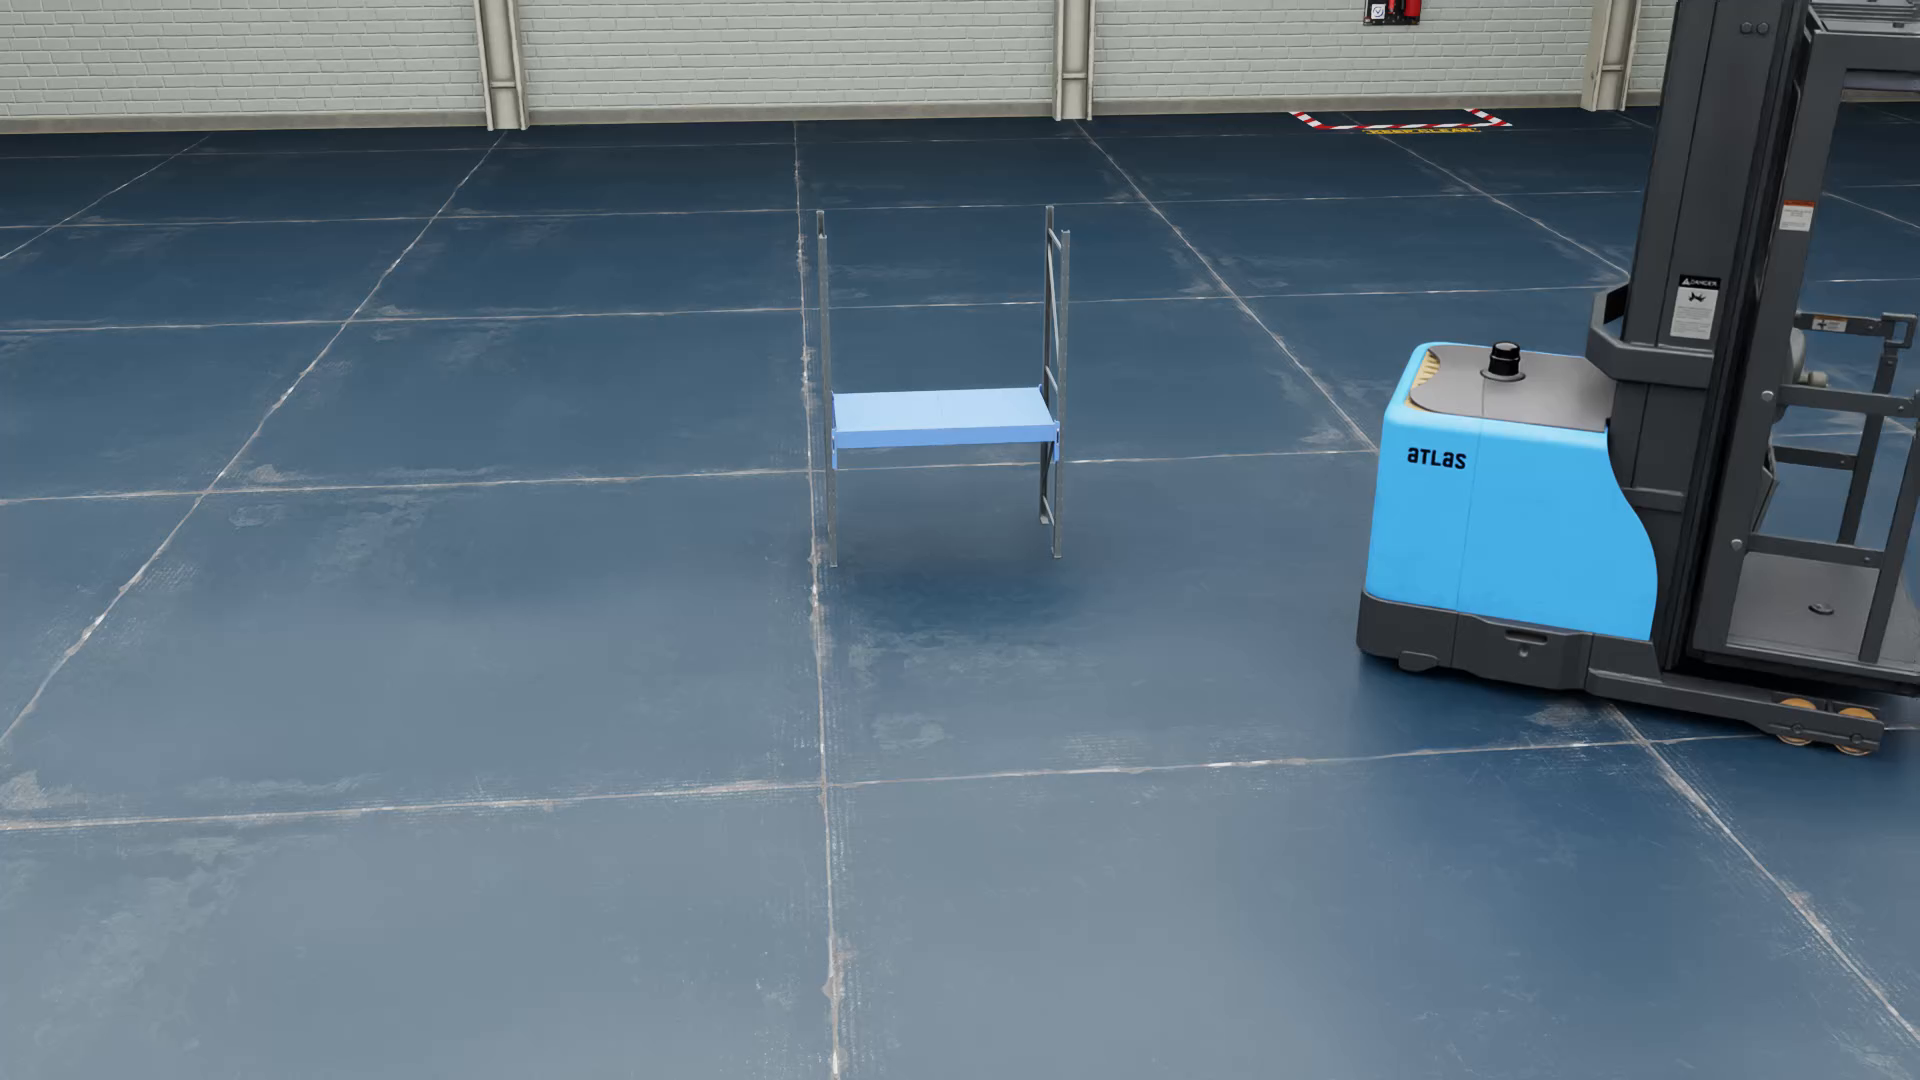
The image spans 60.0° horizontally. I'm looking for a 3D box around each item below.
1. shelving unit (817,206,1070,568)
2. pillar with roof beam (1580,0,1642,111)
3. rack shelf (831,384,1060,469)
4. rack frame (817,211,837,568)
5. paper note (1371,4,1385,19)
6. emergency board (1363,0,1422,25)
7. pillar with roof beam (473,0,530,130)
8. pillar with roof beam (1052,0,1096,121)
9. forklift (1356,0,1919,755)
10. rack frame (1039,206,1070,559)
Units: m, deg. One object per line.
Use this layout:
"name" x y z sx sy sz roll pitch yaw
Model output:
"shelving unit" -0.085 -0.682 7.438 1.048 1.500 0.538 -2 24 -5
"pillar with roof beam" 7.609 -7.203 12.875 0.400 9.000 9.100 -2 24 -5
"rack shelf" -0.085 -0.518 7.511 1.000 0.185 0.538 -2 24 -5
"rack frame" -0.591 -0.662 7.392 0.032 1.500 0.500 -2 24 -5
"paper note" 4.540 -5.736 18.047 0.142 0.148 0.016 -2 24 -5
"emergency board" 4.723 -6.118 17.821 0.643 1.169 0.194 -2 24 -5
"pillar with roof beam" -4.333 -6.723 11.797 0.400 9.000 9.100 -2 24 -5
"pillar with roof beam" 1.638 -6.963 12.336 0.400 9.000 9.100 -2 24 -5
"forklift" 3.152 -0.807 5.957 3.031 2.935 1.130 9 26 19
"rack frame" 0.421 -0.702 7.483 0.032 1.500 0.500 -2 24 -5
